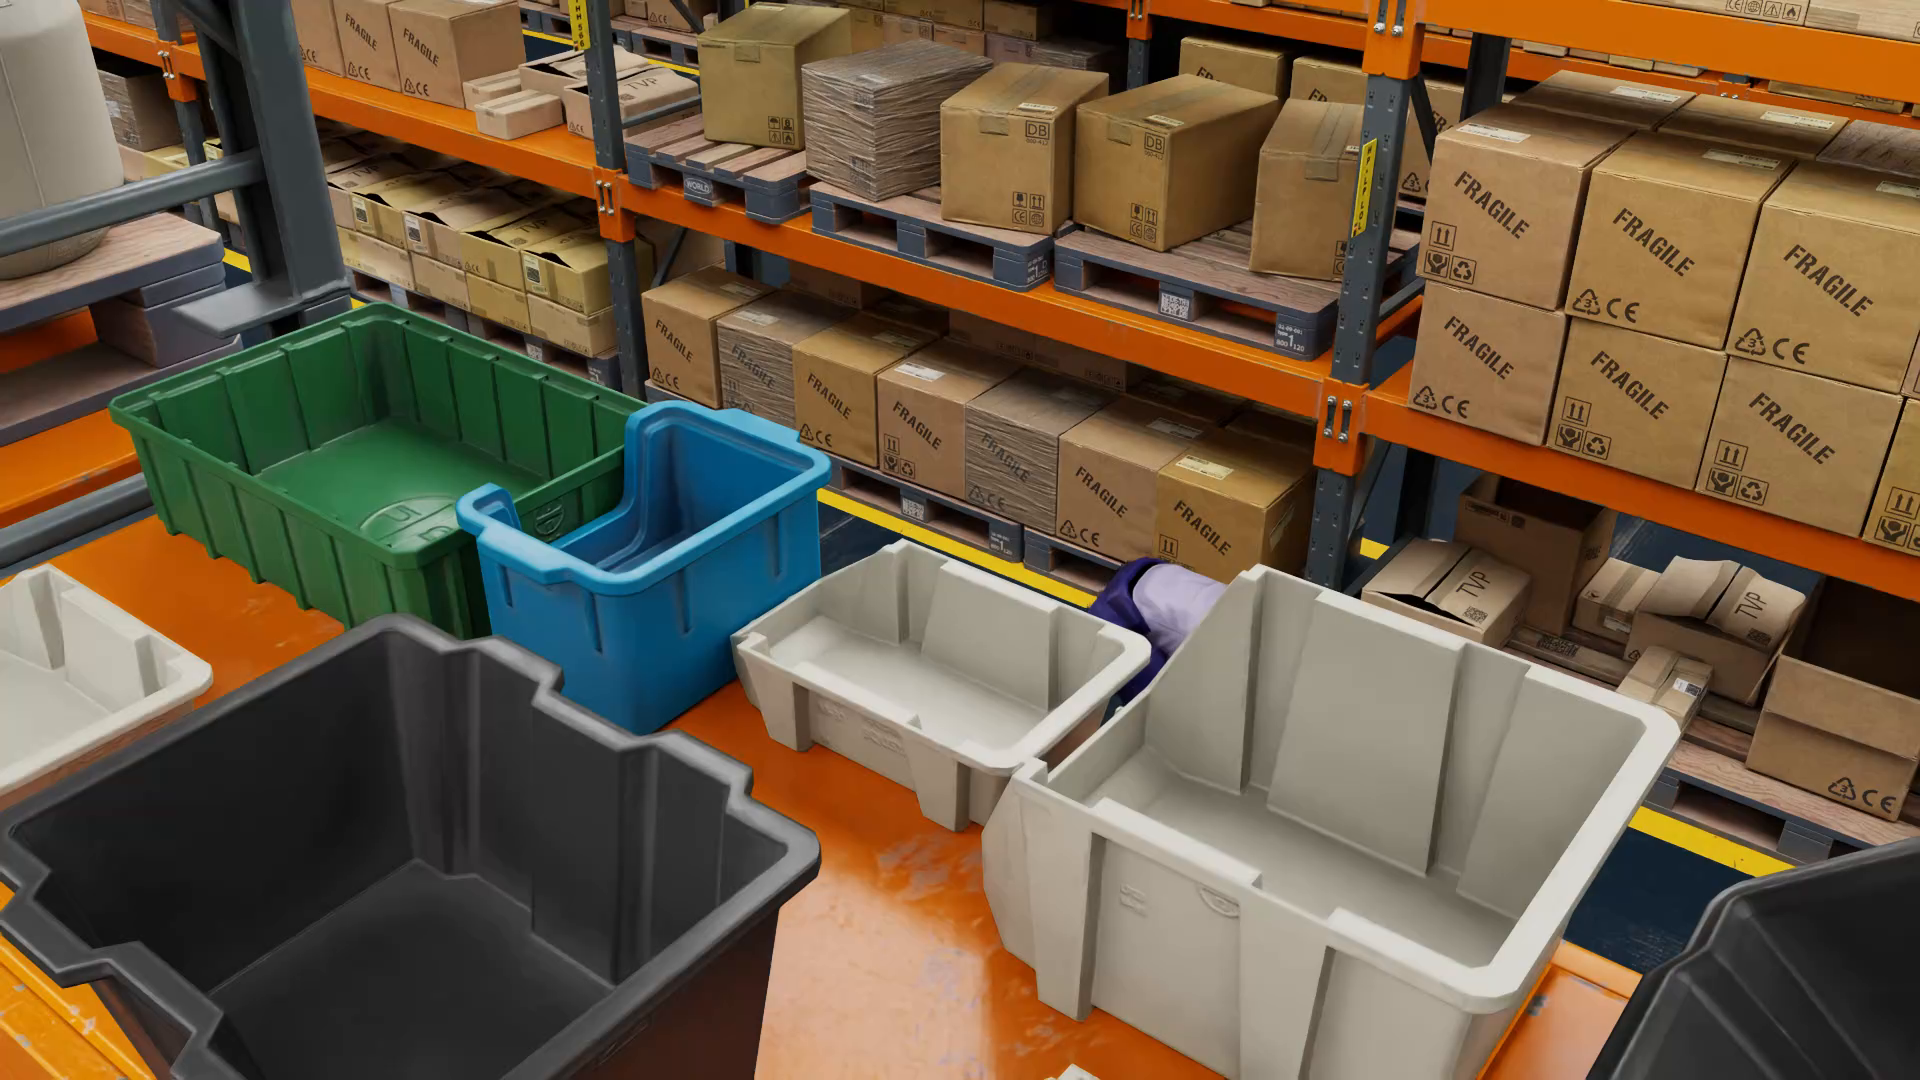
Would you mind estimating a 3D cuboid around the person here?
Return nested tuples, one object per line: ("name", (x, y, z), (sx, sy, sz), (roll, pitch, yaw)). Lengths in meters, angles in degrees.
("person", (0.881, 0.583, 5.845), (0.910, 0.966, 0.484), (15, 34, 23))
